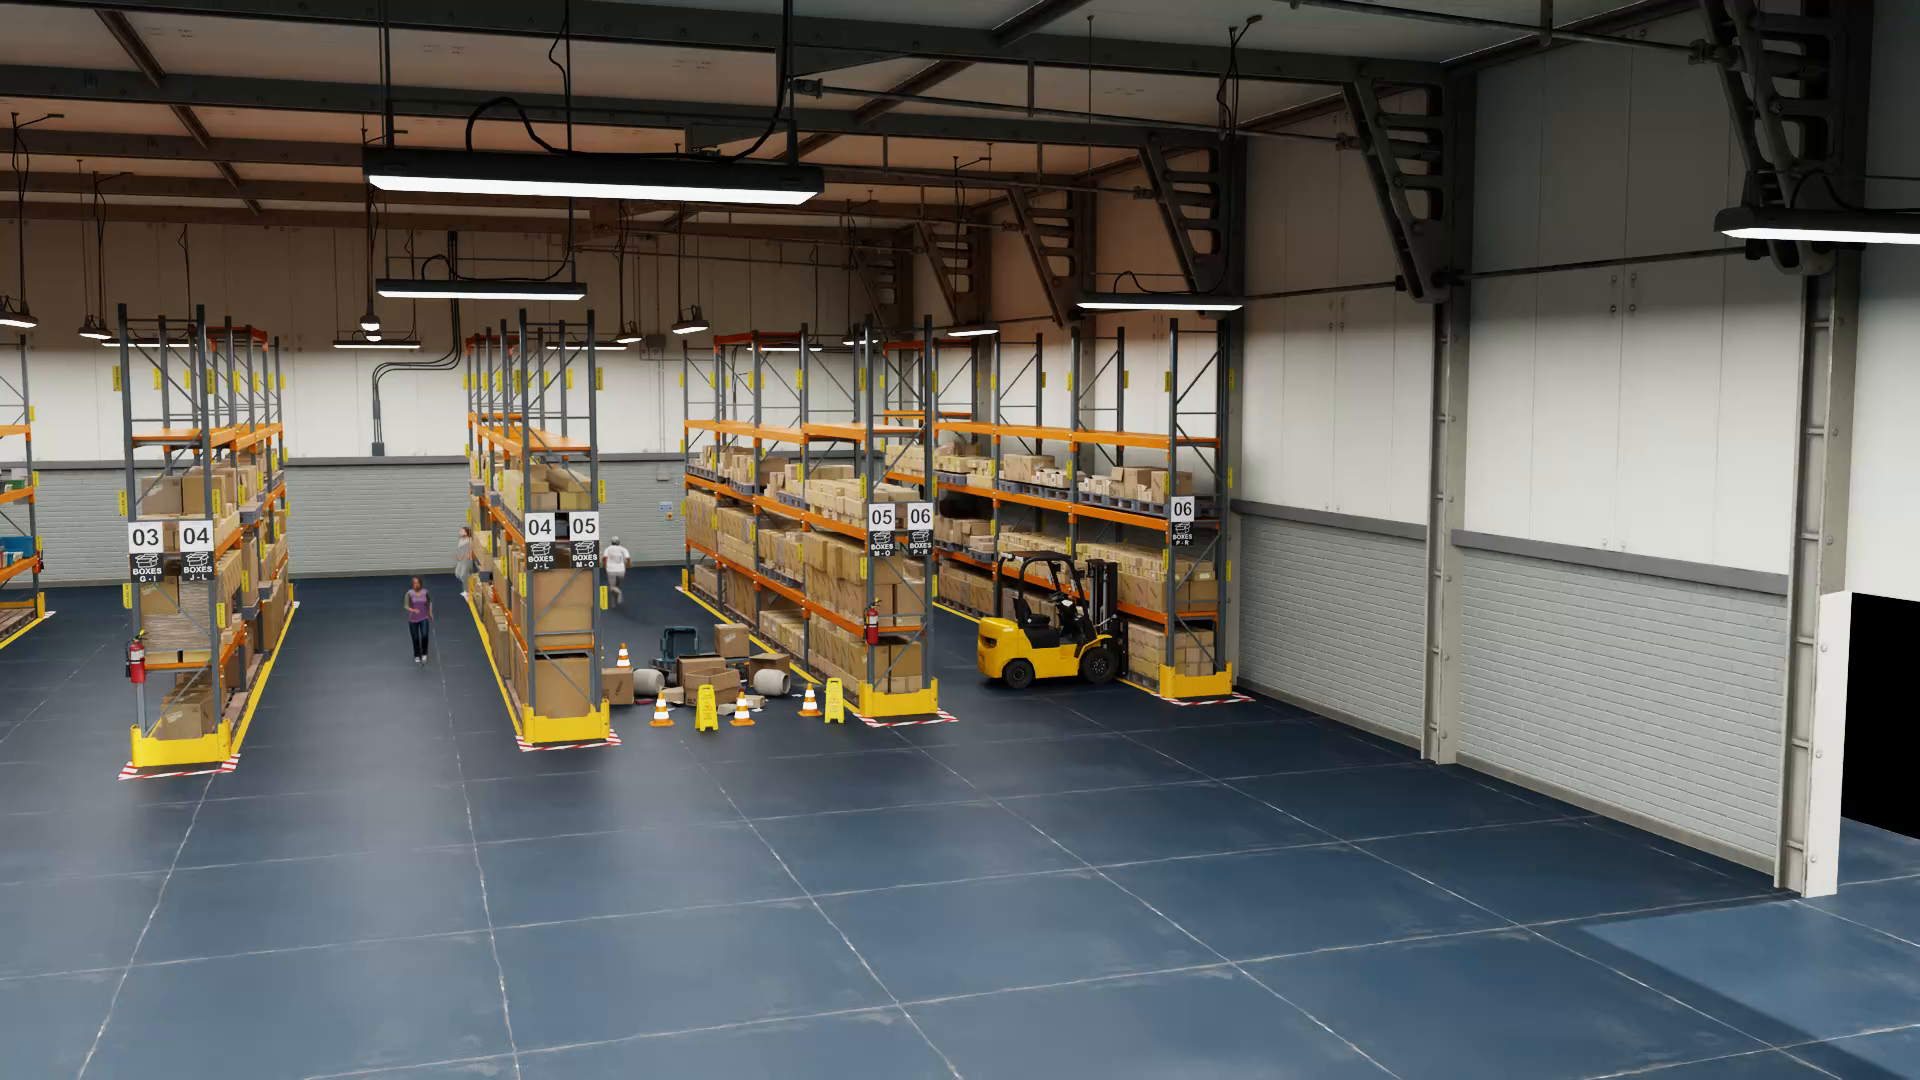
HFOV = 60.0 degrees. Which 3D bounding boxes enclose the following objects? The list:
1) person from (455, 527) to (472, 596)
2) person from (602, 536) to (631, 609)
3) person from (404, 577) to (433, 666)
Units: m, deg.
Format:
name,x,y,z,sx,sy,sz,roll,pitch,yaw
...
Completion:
name,x,y,z,sx,sy,sz,roll,pitch,yaw
person,-11.608,0.493,39.148,0.577,1.619,0.581,5,7,40
person,-7.549,0.756,36.560,0.611,1.660,0.831,-3,6,-29
person,-9.526,1.438,29.291,0.504,1.568,0.732,-2,6,-21
